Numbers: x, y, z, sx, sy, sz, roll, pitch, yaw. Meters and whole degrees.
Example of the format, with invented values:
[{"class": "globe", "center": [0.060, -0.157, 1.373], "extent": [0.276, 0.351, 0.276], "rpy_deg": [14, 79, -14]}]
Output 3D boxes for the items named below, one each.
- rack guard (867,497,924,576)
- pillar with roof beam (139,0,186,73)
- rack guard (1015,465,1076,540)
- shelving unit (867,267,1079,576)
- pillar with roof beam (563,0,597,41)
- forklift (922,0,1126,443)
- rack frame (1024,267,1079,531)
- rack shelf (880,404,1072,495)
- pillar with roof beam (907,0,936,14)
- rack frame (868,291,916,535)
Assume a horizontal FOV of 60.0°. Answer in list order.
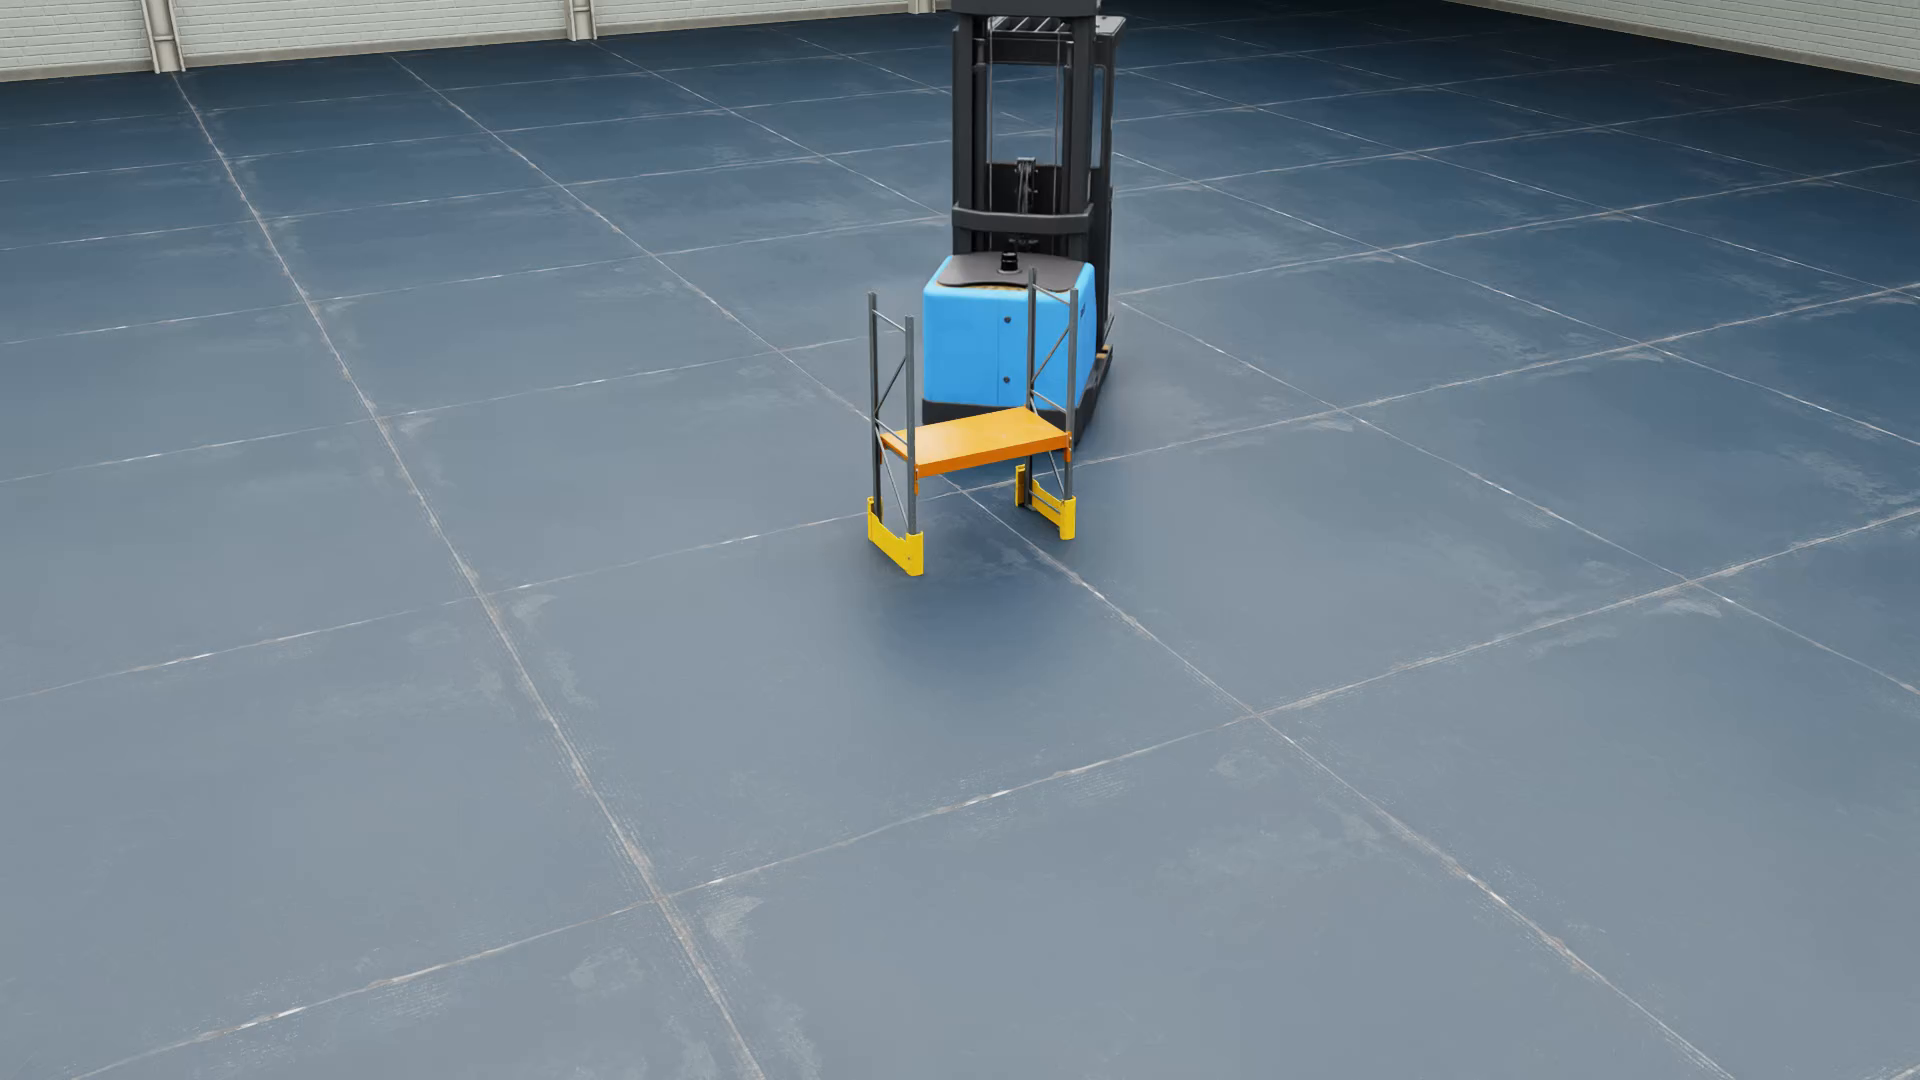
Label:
[{"class": "rack guard", "center": [-0.372, -0.027, 9.517], "extent": [0.087, 0.250, 0.587], "rpy_deg": [-13, 29, -25]}, {"class": "pillar with roof beam", "center": [-9.227, -9.100, 18.307], "extent": [0.400, 9.000, 9.100], "rpy_deg": [-13, 29, -25]}, {"class": "rack guard", "center": [0.507, -0.230, 9.939], "extent": [0.087, 0.250, 0.587], "rpy_deg": [-13, 29, -25]}, {"class": "shelving unit", "center": [0.067, -0.692, 9.458], "extent": [1.083, 1.500, 0.587], "rpy_deg": [-13, 29, -25]}, {"class": "pillar with roof beam", "center": [-3.933, -10.322, 20.852], "extent": [0.400, 9.000, 9.100], "rpy_deg": [-13, 29, -25]}, {"class": "forklift", "center": [0.536, -2.554, 11.682], "extent": [1.130, 2.935, 3.031], "rpy_deg": [5, 26, 10]}, {"class": "rack frame", "center": [0.524, -0.797, 9.677], "extent": [0.032, 1.500, 0.500], "rpy_deg": [-13, 29, -25]}, {"class": "rack shelf", "center": [0.075, -0.531, 9.539], "extent": [1.000, 0.185, 0.538], "rpy_deg": [-13, 29, -25]}, {"class": "pillar with roof beam", "center": [1.362, -11.544, 23.397], "extent": [0.400, 9.000, 9.100], "rpy_deg": [-13, 29, -25]}, {"class": "rack frame", "center": [-0.373, -0.590, 9.246], "extent": [0.032, 1.500, 0.500], "rpy_deg": [-13, 29, -25]}]
